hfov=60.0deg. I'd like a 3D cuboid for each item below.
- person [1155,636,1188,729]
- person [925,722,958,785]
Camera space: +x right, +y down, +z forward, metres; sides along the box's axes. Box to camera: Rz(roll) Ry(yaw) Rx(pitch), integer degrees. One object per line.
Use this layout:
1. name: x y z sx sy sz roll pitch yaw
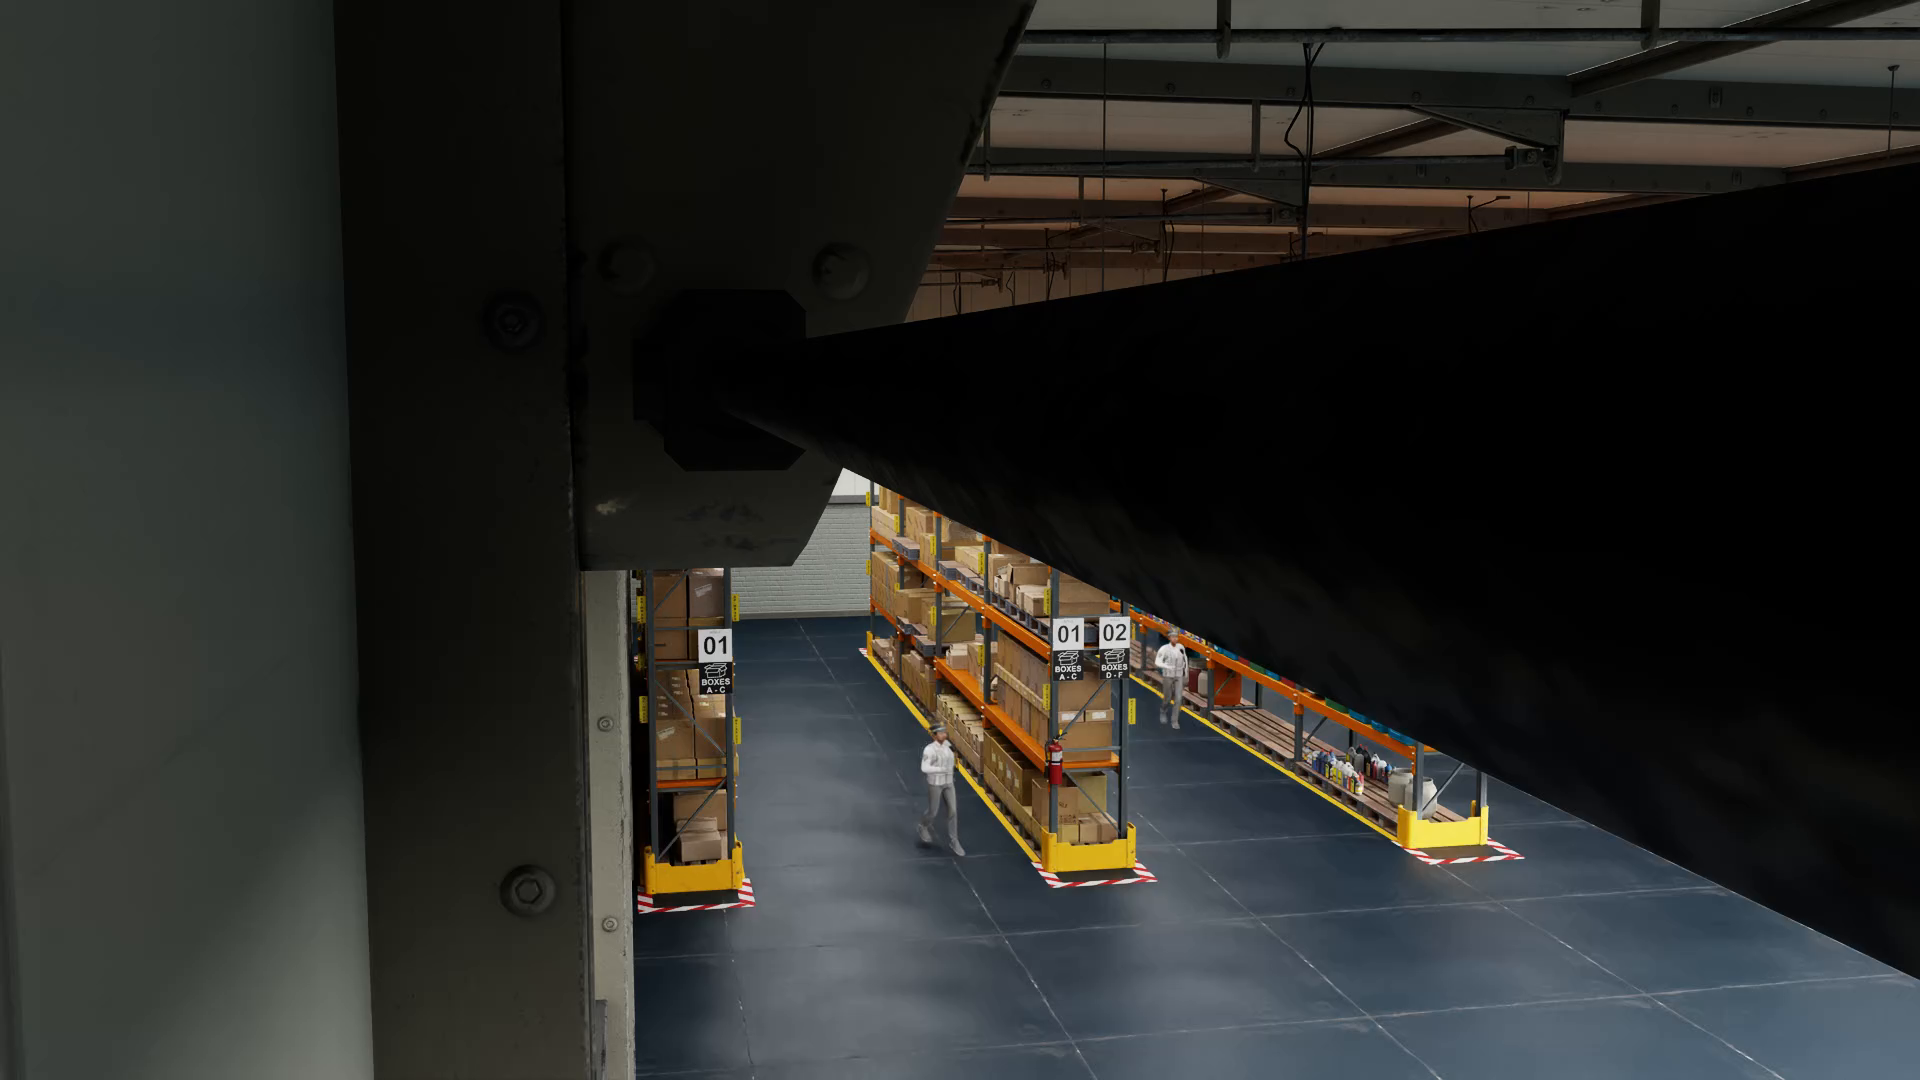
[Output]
1. person: 3.577 2.328 27.985 0.626 1.631 0.699 -1 6 -12
2. person: 6.869 1.739 31.473 23.468 0.824 8.330 -4 7 -36
